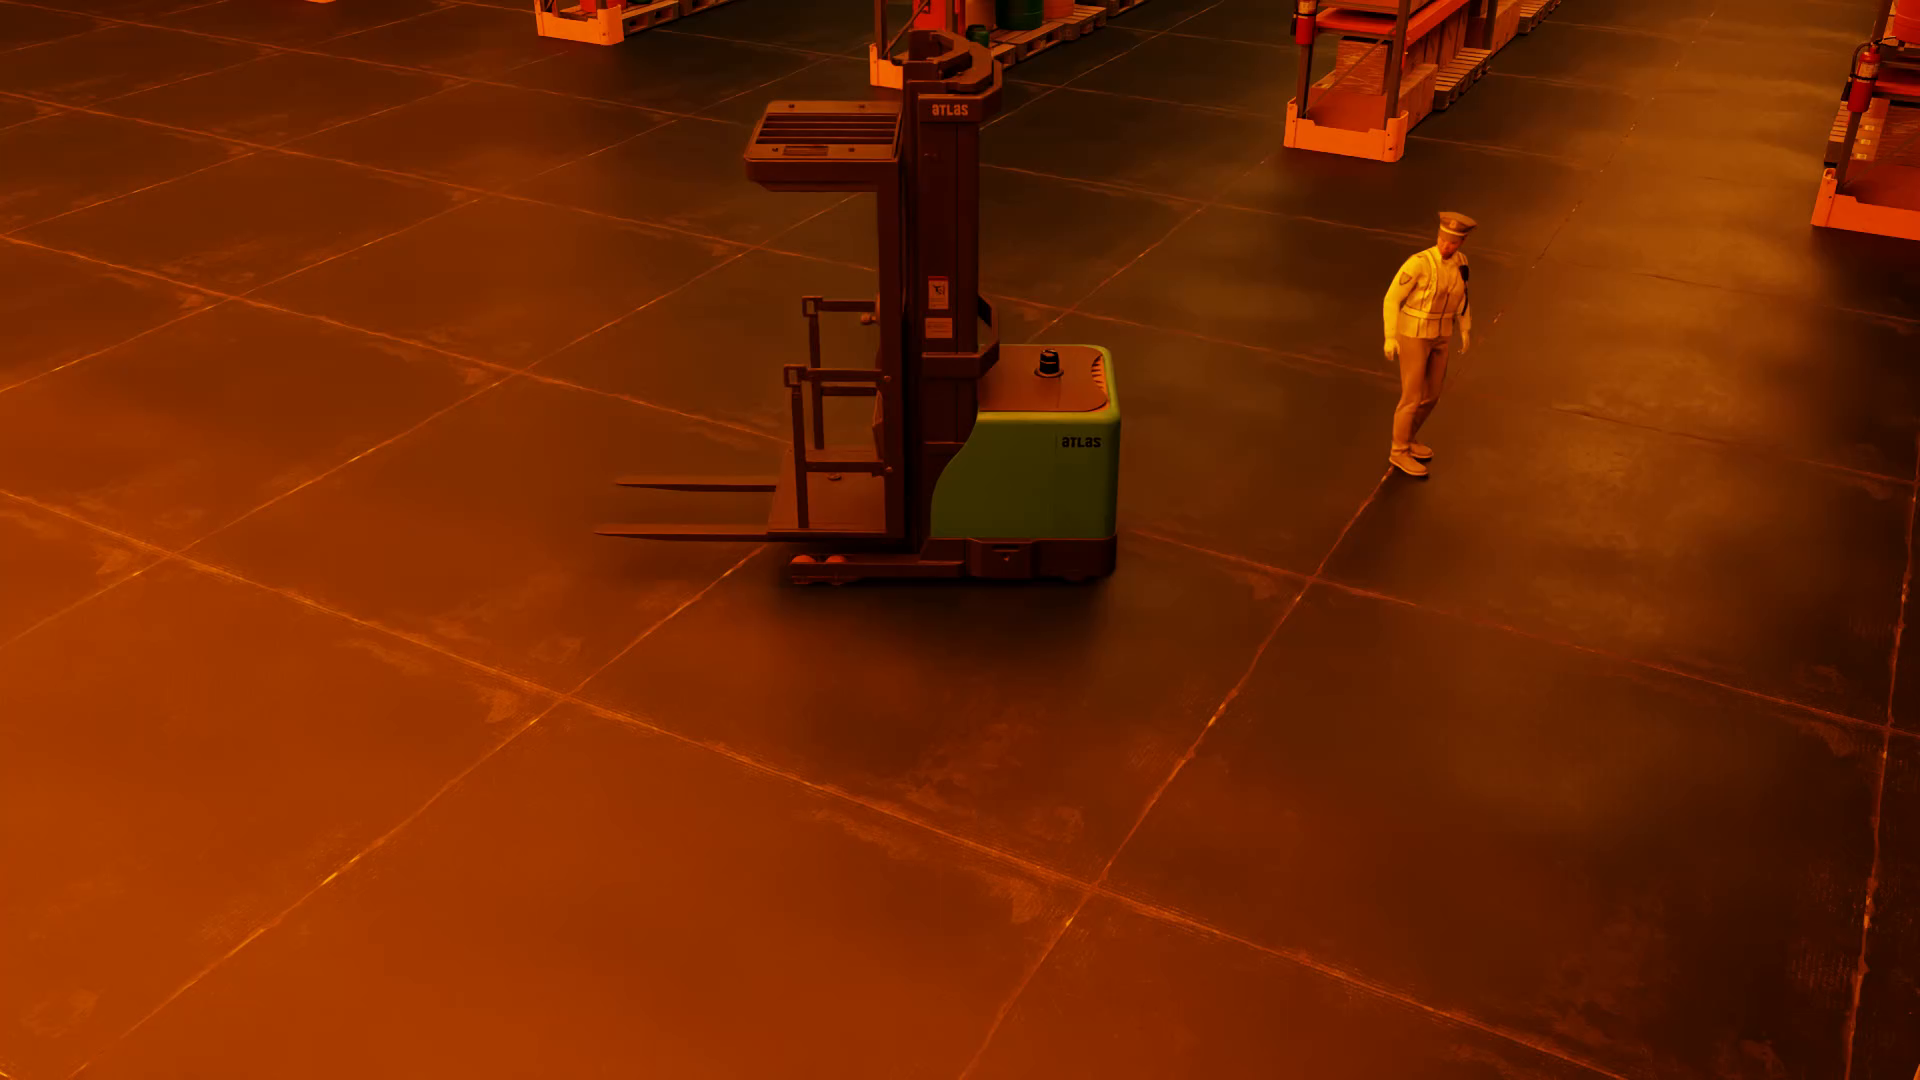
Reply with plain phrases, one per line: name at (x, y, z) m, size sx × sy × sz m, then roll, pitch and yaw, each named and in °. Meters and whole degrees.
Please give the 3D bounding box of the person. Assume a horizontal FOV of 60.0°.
person at (2.992, -1.251, 10.513) m, size 0.677 × 1.660 × 0.451 m, roll -16°, pitch 34°, yaw -26°

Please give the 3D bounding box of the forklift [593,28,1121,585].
forklift at (-0.610, -1.275, 9.279) m, size 3.031 × 2.935 × 1.130 m, roll 0°, pitch 30°, yaw 1°
